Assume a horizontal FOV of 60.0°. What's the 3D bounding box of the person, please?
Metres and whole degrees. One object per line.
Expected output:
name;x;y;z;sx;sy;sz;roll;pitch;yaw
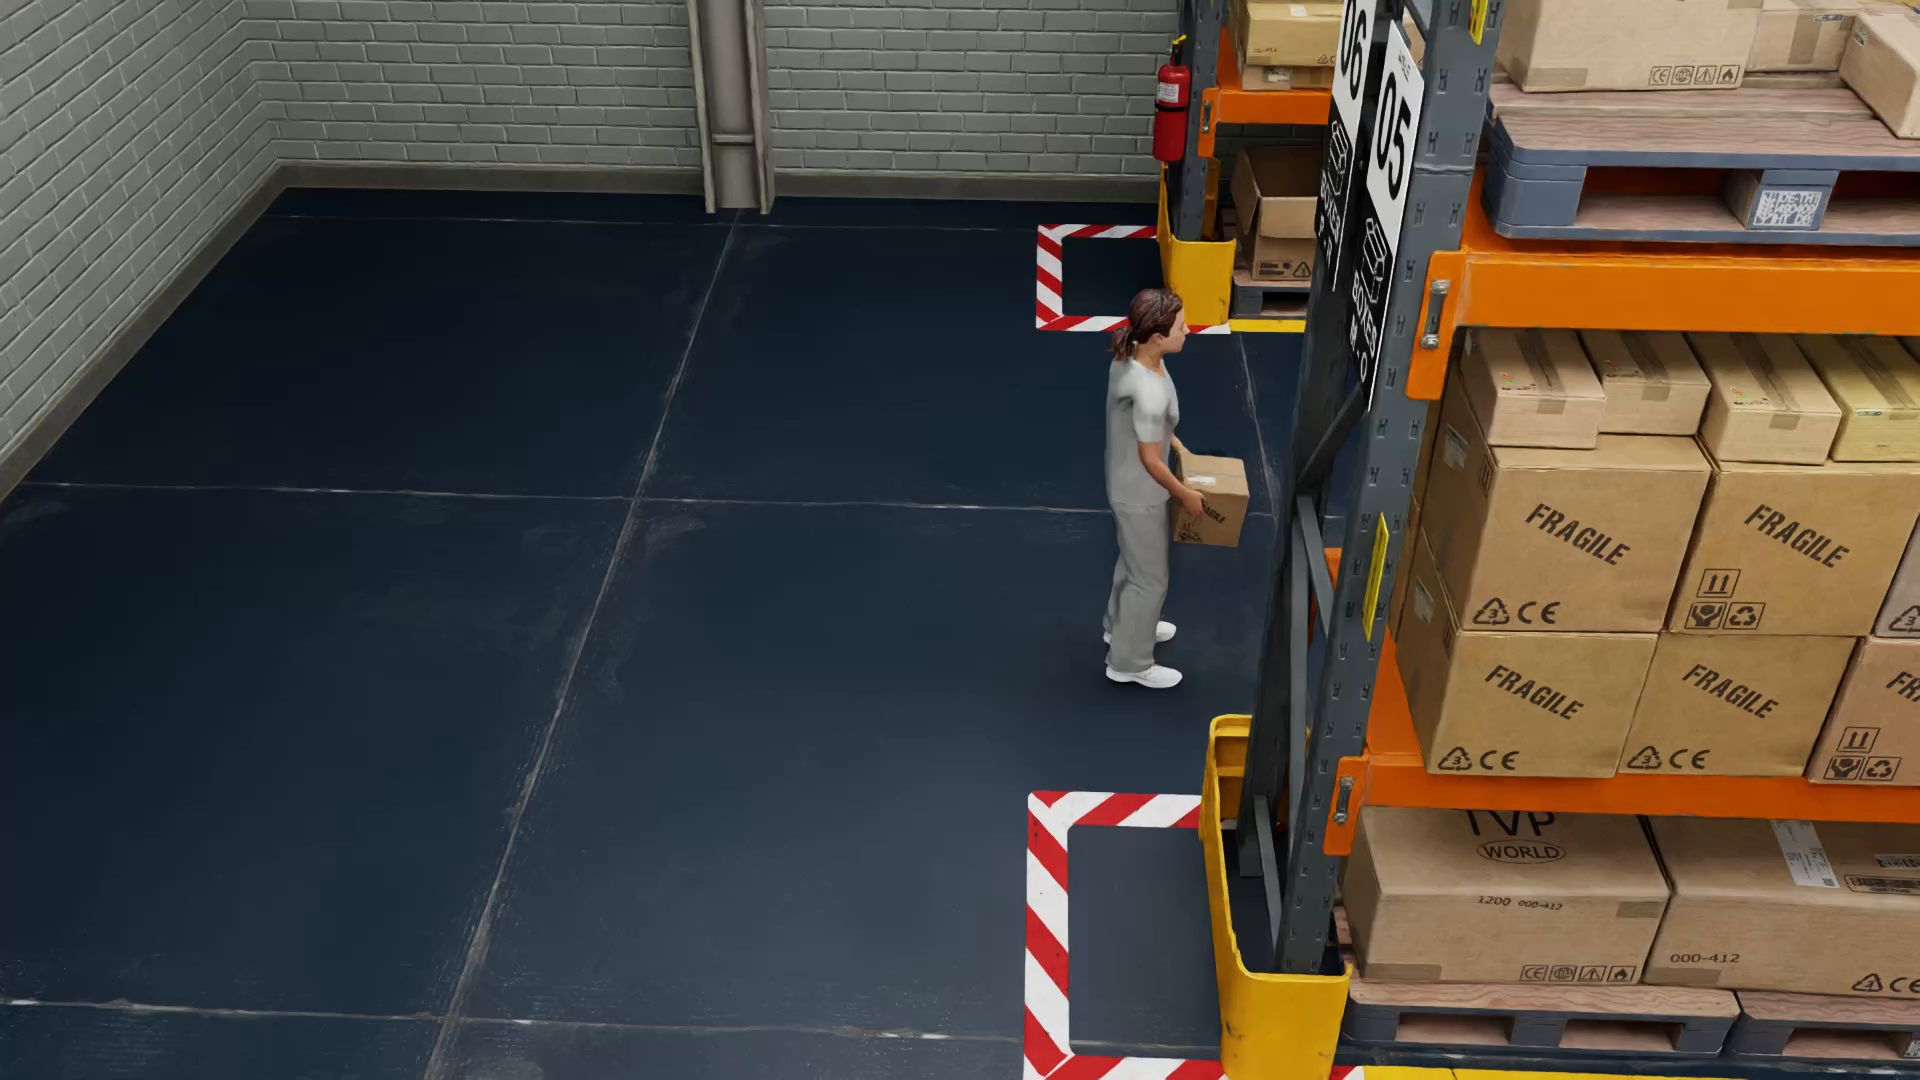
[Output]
person;0.738;-0.206;6.430;0.412;1.676;0.466;1;36;1
